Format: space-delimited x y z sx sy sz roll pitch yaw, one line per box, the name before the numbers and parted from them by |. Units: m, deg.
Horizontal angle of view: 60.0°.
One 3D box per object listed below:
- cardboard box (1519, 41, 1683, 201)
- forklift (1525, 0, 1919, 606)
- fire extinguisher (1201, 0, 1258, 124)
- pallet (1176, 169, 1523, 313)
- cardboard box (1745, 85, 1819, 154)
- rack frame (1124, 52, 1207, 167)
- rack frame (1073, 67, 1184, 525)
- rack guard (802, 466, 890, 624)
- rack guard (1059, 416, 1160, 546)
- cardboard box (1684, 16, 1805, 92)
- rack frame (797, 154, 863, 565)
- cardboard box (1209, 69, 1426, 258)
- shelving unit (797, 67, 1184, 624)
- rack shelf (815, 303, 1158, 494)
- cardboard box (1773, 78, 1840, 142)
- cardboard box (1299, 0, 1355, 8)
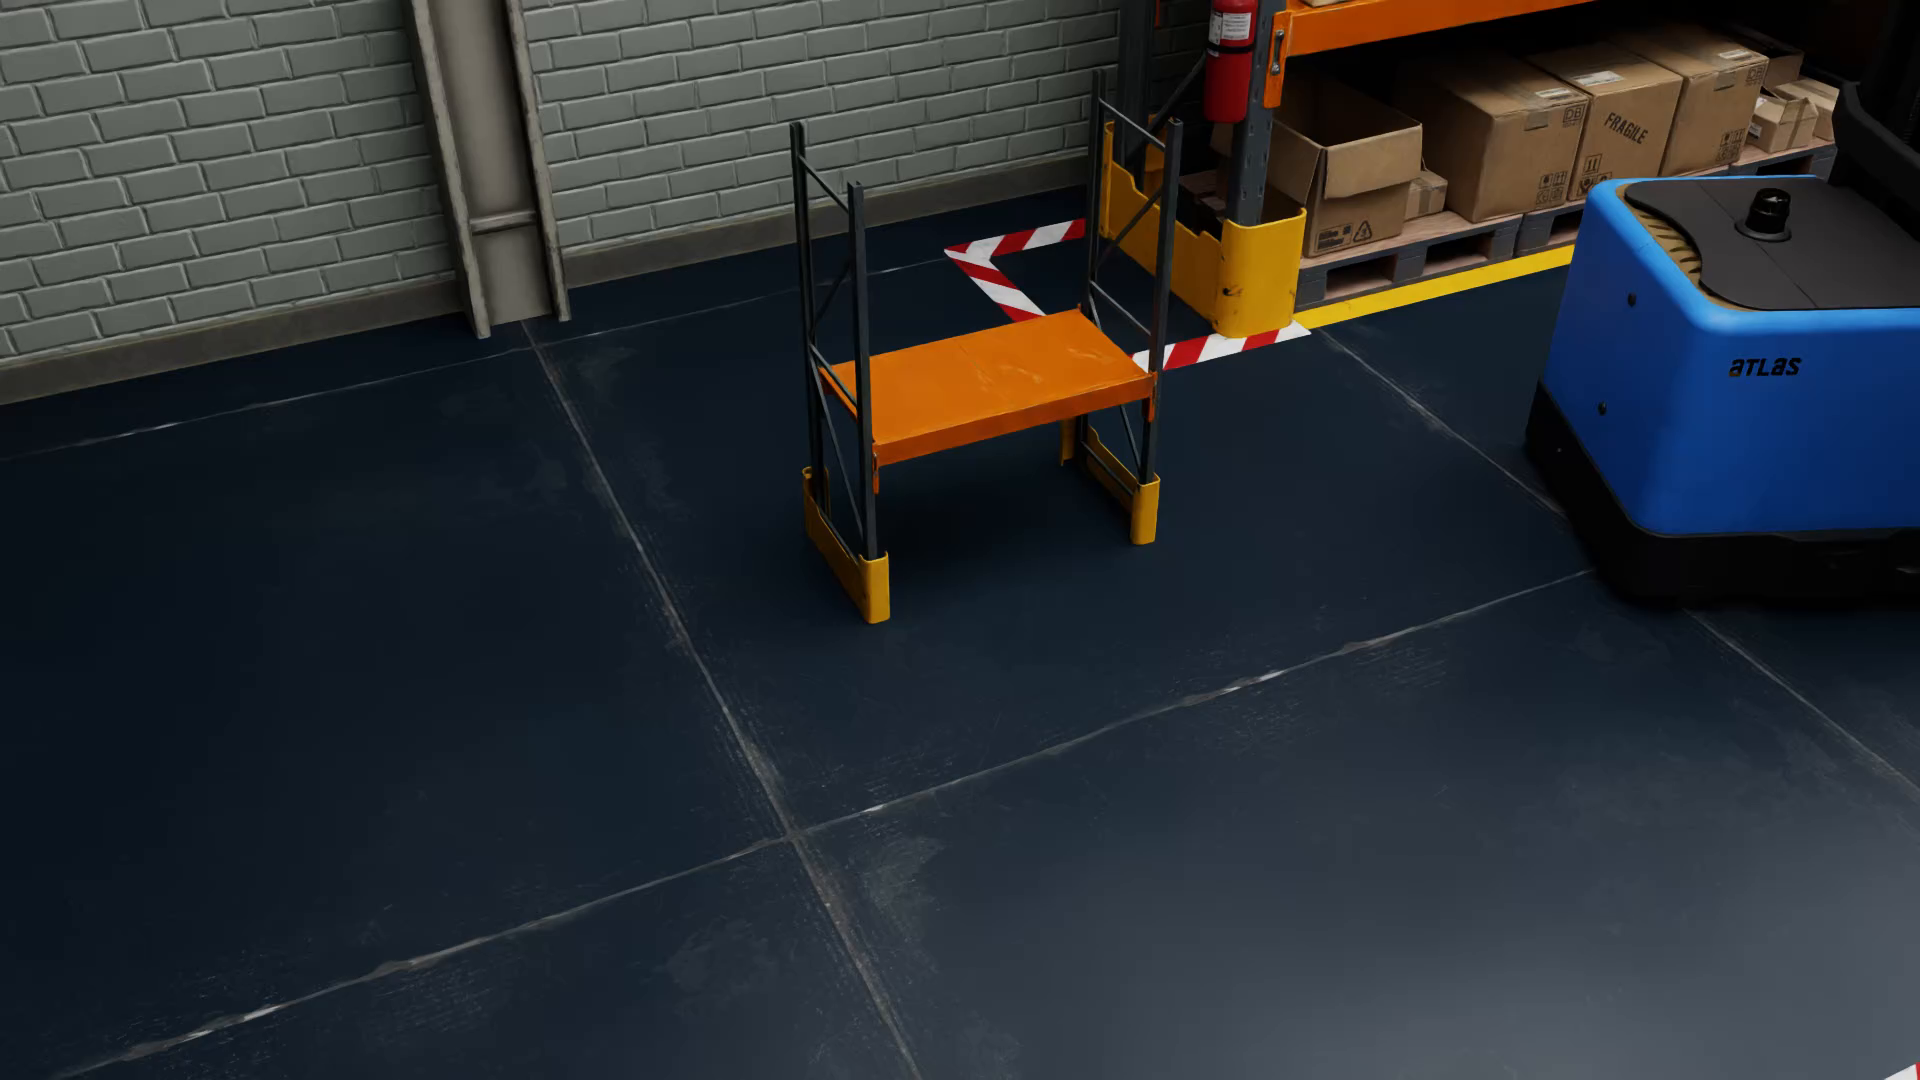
cardboard box | 2.851 -1.906 7.548 0.500 0.500 0.500 -15 39 -19
forklift | 3.625 -1.292 5.032 3.031 2.935 1.130 -2 37 -2
fire extinguisher | 1.009 -1.895 6.165 0.183 0.674 0.296 -16 39 -20
pallet | 1.736 -1.464 7.547 1.213 0.211 1.003 -16 39 -20
cardboard box | 3.864 -2.056 7.946 0.258 0.266 0.396 -14 39 -18
rack frame | 0.947 -2.361 6.415 0.053 2.616 0.949 -16 39 -20
rack frame | 0.537 -0.753 5.506 0.032 1.500 0.500 -16 39 -20
rack guard | -0.382 0.006 5.532 0.087 0.250 0.587 -16 39 -20
rack guard | 0.520 -0.246 5.871 0.087 0.250 0.587 -16 39 -20
cardboard box | 3.868 -2.424 8.404 0.500 0.311 0.500 -14 39 -18
rack frame | -0.384 -0.496 5.160 0.013 1.308 0.475 -16 39 -20
cardboard box | 1.539 -1.632 7.175 0.637 0.503 0.797 -17 40 -22
shelving unit | 0.069 -0.622 5.329 1.083 1.500 0.587 -16 39 -20
rack shelf | 0.077 -0.480 5.439 1.000 0.185 0.538 -16 39 -20
cardboard box | 4.187 -2.099 8.103 0.250 0.149 0.380 -17 40 -21
cardboard box | 1.360 -2.197 6.405 0.250 0.149 0.380 -16 39 -20
